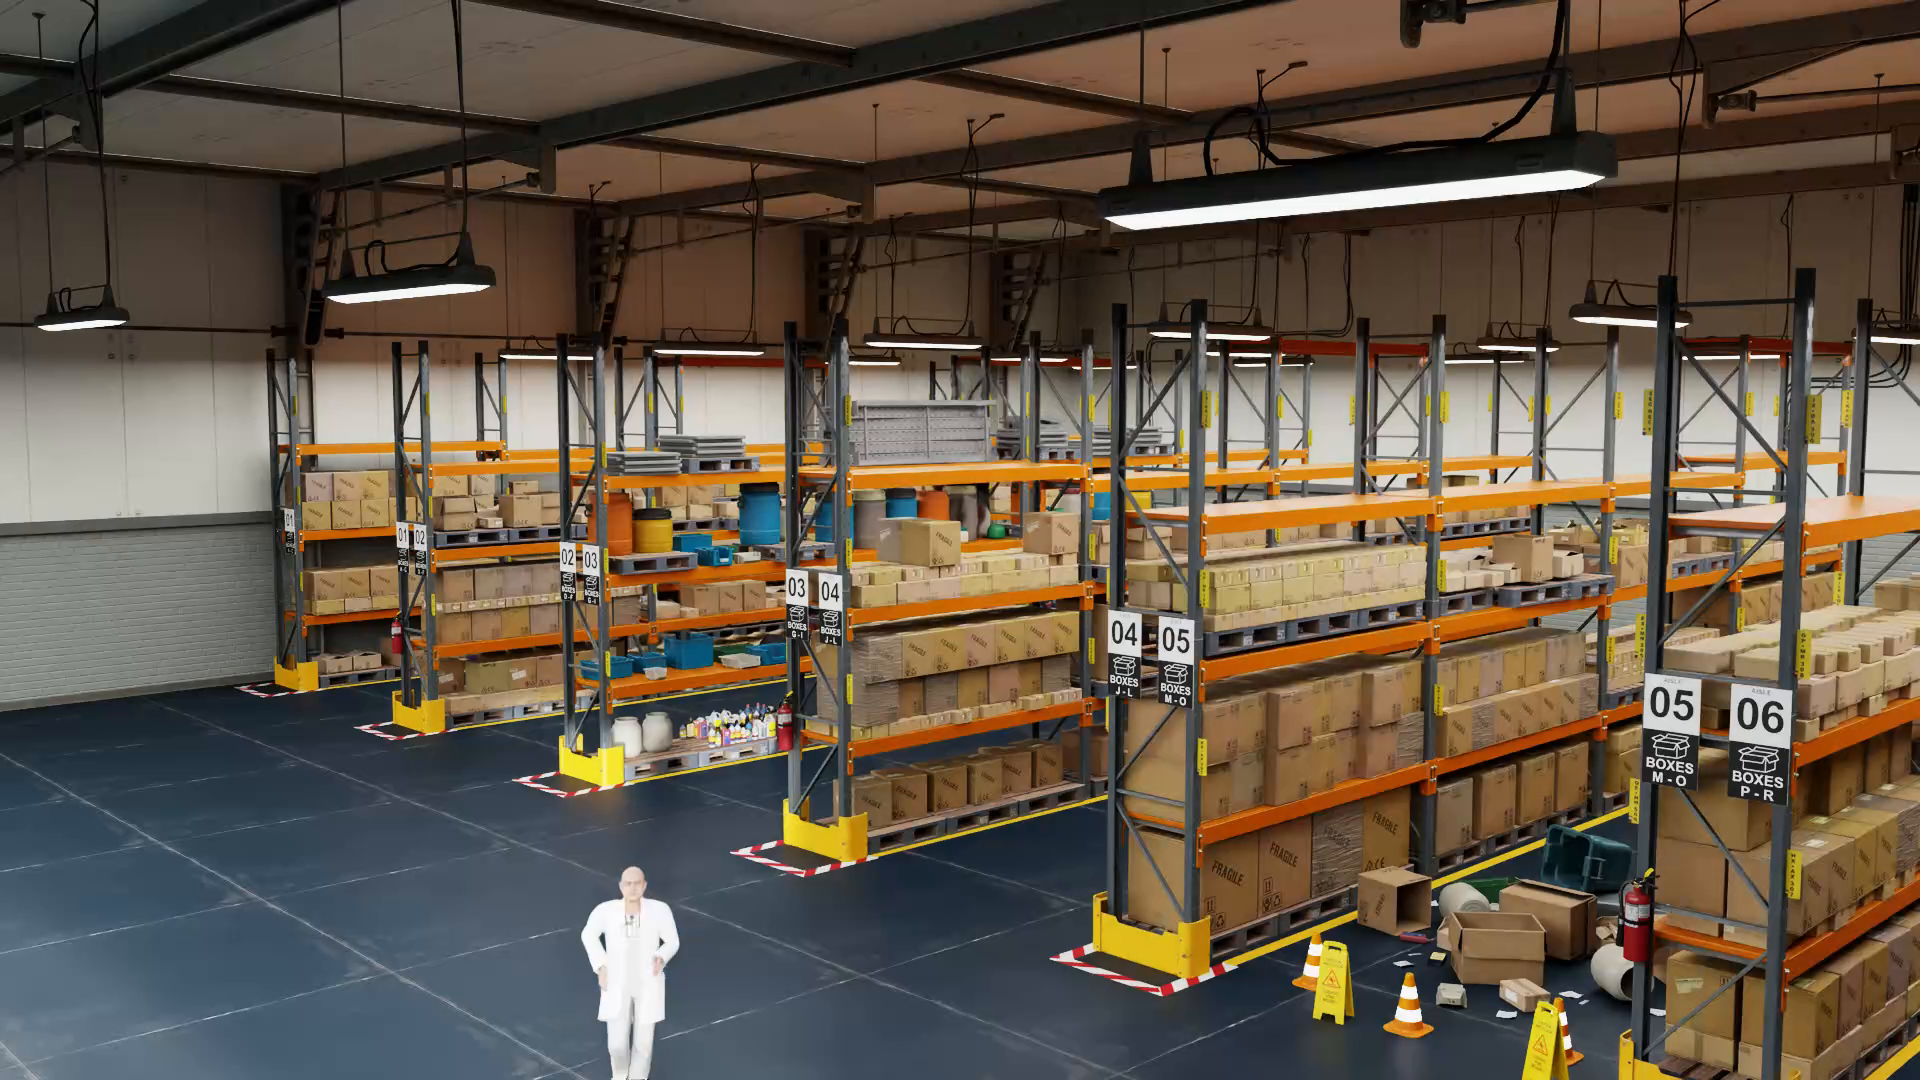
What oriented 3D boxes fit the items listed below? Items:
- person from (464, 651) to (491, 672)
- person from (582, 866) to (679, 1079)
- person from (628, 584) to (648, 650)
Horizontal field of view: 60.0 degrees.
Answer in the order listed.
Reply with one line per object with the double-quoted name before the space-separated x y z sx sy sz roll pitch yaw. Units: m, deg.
"person" -8.263 1.891 28.647 0.605 1.593 0.578 4 7 41
"person" -2.371 3.248 12.020 0.696 1.736 0.634 -1 5 -13
"person" -5.830 1.612 30.601 0.662 1.763 0.968 5 7 43
